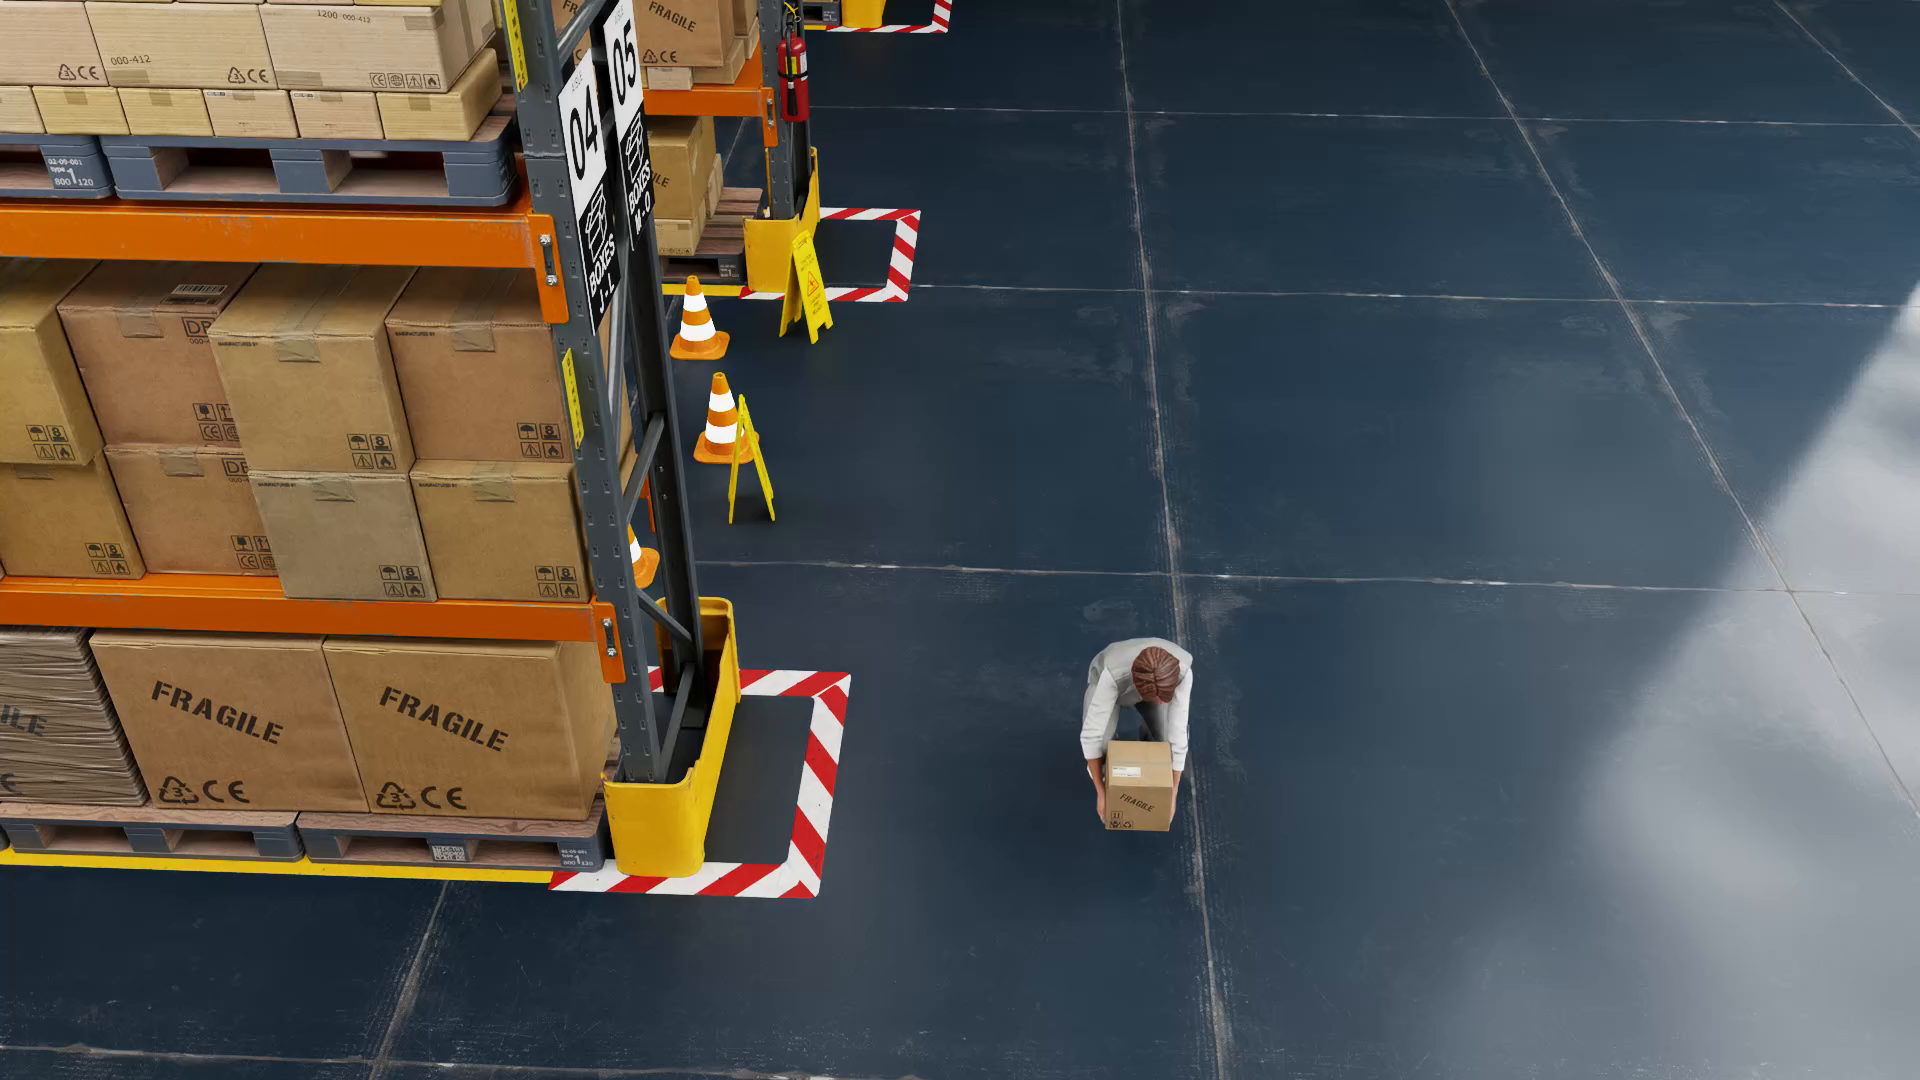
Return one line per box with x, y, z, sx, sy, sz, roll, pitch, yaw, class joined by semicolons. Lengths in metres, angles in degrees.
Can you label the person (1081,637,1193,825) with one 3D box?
0.714;0.683;6.788;0.449;0.898;0.803;1;36;2;person
